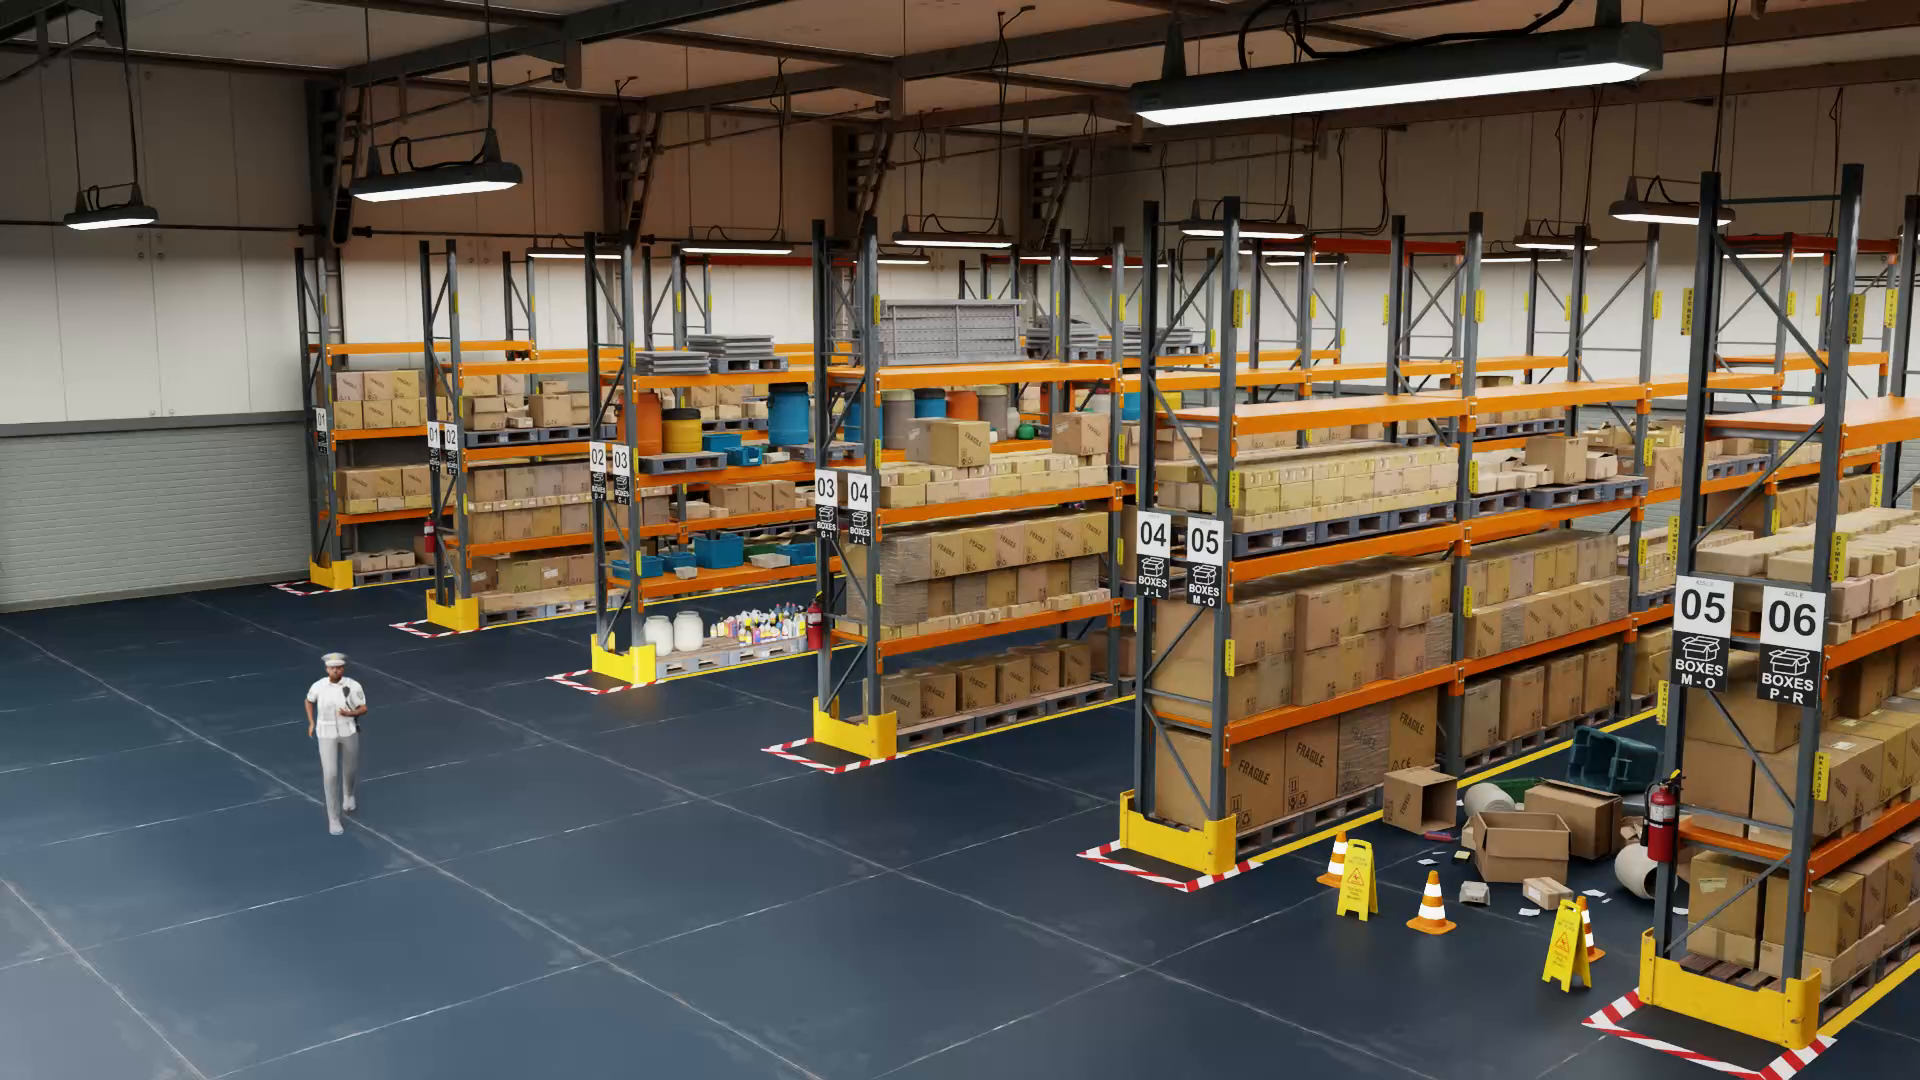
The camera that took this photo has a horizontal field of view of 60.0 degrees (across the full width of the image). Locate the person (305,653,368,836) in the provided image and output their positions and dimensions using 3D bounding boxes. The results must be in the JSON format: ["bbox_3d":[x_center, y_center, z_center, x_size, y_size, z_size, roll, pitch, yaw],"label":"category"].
[{"bbox_3d":[-6.105,1.936,16.301,0.545,1.721,0.878,-3,9,-22],"label":"person"}]

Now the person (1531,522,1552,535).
[{"bbox_3d":[9.145,0.469,26.115,0.654,1.711,0.967,7,11,41],"label":"person"}]
